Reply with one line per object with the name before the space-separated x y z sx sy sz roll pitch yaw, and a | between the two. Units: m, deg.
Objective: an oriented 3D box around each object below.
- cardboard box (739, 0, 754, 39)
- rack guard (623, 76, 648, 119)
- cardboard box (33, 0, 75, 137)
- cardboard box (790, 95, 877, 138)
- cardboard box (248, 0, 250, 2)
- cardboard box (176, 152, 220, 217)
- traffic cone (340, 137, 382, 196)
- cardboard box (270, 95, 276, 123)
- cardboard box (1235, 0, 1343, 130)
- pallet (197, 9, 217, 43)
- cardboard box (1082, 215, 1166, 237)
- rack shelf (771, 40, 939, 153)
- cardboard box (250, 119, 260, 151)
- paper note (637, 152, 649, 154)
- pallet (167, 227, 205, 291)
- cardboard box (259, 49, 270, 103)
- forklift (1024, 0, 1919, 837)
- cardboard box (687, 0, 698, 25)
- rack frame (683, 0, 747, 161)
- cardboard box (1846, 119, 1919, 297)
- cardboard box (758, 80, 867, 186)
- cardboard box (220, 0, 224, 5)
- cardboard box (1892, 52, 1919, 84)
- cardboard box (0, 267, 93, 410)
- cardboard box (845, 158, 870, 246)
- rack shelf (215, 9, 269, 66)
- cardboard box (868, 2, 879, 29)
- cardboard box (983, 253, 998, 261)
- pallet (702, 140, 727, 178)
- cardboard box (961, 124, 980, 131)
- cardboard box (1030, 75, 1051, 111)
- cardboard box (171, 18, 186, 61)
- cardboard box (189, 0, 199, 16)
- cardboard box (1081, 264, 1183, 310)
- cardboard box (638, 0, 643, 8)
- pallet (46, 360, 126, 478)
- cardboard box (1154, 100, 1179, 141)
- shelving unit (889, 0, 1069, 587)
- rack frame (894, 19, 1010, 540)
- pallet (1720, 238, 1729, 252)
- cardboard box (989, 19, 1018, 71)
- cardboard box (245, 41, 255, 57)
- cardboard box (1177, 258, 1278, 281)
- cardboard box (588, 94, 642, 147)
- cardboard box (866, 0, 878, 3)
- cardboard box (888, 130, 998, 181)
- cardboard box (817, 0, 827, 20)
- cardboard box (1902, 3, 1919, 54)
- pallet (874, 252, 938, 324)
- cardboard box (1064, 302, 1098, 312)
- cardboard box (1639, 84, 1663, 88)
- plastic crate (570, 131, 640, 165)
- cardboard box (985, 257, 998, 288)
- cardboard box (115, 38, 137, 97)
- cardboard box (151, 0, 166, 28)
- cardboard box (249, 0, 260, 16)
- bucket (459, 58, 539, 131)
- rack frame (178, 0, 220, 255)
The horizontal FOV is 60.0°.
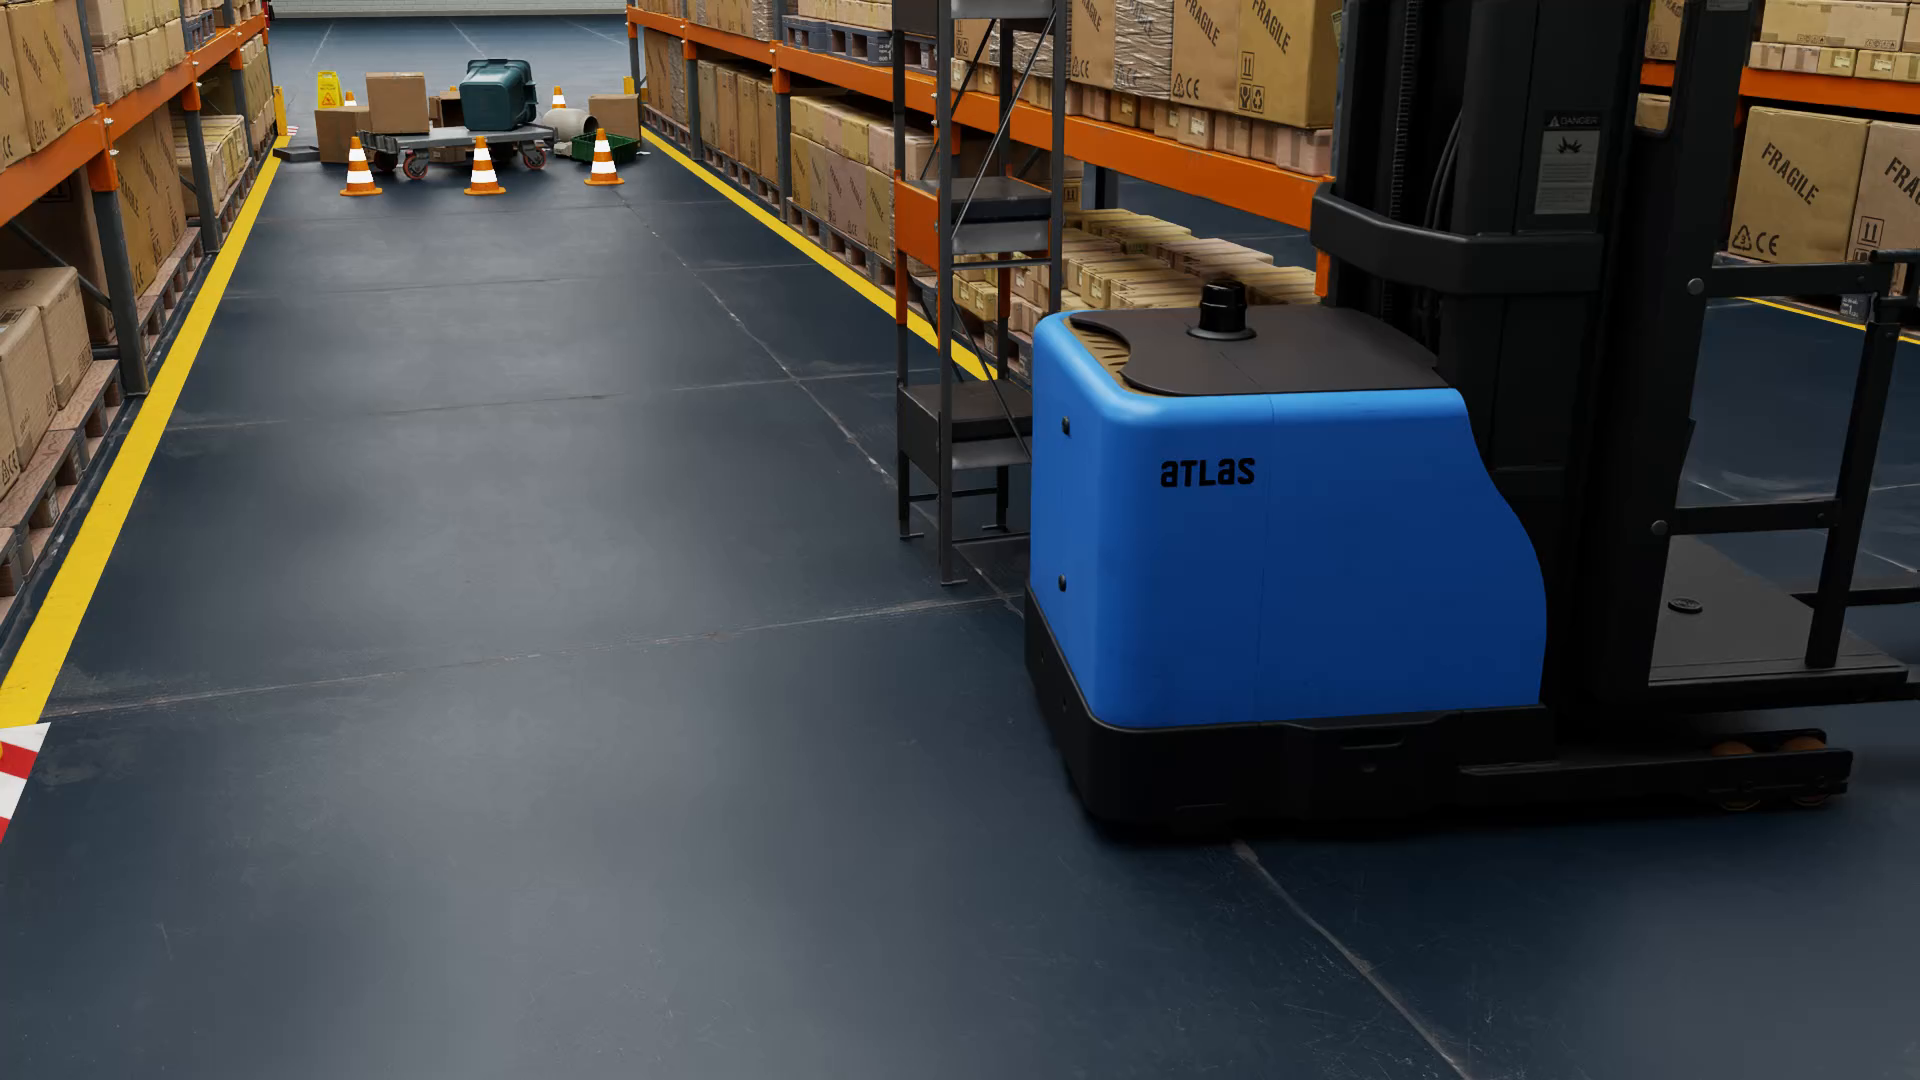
cardboard box | -1.436 -4.211 13.056 0.500 0.500 0.500 -6 21 -17
rack guard | -3.406 -5.287 19.896 1.175 0.500 0.348 -6 21 -17
cardboard box | -3.739 -1.807 6.362 0.500 0.500 0.500 -7 21 -19
cardboard box | -0.897 -3.015 11.841 0.500 0.250 0.500 -7 21 -20
cardboard box | -7.186 -5.452 16.071 0.500 0.500 0.500 -6 21 -17
cardboard box | -5.720 -2.473 11.631 0.950 0.372 0.625 -8 21 -21
traffic cone | -5.090 -3.170 14.059 0.336 0.463 0.334 -6 21 -17
cardboard box | -7.549 -4.562 17.627 0.500 0.250 0.500 -6 21 -17
cardboard box | 1.245 -1.625 5.415 0.500 0.500 0.500 -6 21 -16
pallet | -6.213 -3.870 12.539 1.003 0.211 1.213 -6 21 -17
cardboard box | 0.850 -1.576 8.583 0.380 0.149 0.250 -6 21 -17
rack shelf | -0.256 -2.908 10.639 1.077 0.370 4.000 -6 21 -17
cardboard box | -6.738 -3.735 15.324 0.500 0.250 0.500 -7 21 -20
paper note | -3.213 -3.894 16.713 0.142 0.020 0.147 12 23 30
pallet | -5.375 -1.756 10.494 1.003 0.211 1.213 -6 21 -17
cardboard box | -7.400 -4.757 17.060 0.500 0.500 0.500 -6 21 -15
forklift | 1.741 -0.890 4.060 3.031 2.935 1.130 -3 20 -7
cardboard box | -2.232 -5.022 15.312 0.500 0.500 0.500 -6 21 -17
rack frame | -2.142 -5.172 15.878 1.000 3.000 0.127 -6 21 -17
cardboard box | 5.528 -1.788 8.978 0.875 0.875 0.875 -6 21 -17
cardboard box | -0.990 -3.232 13.184 1.050 0.750 0.750 -7 21 -18
cardboard box | -6.385 -4.557 13.917 0.380 0.149 0.250 -6 21 -16
cardboard box | 5.221 -2.516 8.854 0.380 0.149 0.250 -7 21 -18
cardboard box | -4.199 -0.825 6.945 0.875 0.438 0.875 -7 21 -18
cardboard box | -0.417 -2.166 10.587 0.500 0.500 0.500 -7 21 -18
rack shelf | -7.438 -4.917 16.232 1.077 0.370 4.000 -6 21 -17
cardboard box | -0.352 -3.208 10.161 0.380 0.149 0.250 -5 20 -15
cardboard box | 0.315 -1.513 8.408 0.380 0.149 0.250 -5 20 -15
pallet | -1.827 -3.620 15.682 1.003 0.211 1.213 -6 21 -17
cardboard box | 0.222 -2.415 10.169 0.500 0.250 0.500 -6 21 -16
cardboard box | 0.534 -2.030 7.502 0.380 0.149 0.250 -6 21 -16
cardboard box | -5.146 -3.125 10.400 0.500 0.250 0.500 -7 21 -19
cardboard box | -5.643 -3.811 11.839 0.380 0.149 0.250 -6 21 -17
cardboard box | 0.751 -1.104 7.268 0.380 0.149 0.250 -6 21 -17
cardboard box | -3.239 -6.412 19.108 0.875 0.550 0.550 -6 21 -17
pallet | -4.130 -0.482 6.945 1.003 0.211 1.213 -6 21 -17
cardboard box | 0.967 -1.607 6.325 0.380 0.149 0.250 -7 21 -20
shelving unit | 0.052 -0.935 5.414 0.431 2.100 0.503 -6 21 -17
rack frame | -0.025 -1.013 5.632 0.400 2.100 0.015 -6 21 -17
pallet | 4.799 -2.026 11.246 1.003 0.211 1.213 -6 21 -17
cardboard box | 0.452 -2.448 7.706 0.500 0.500 0.500 -6 21 -17
cardboard box | -6.971 -4.691 15.916 0.380 0.149 0.250 -5 20 -14
cardboard box | 1.186 -1.152 7.402 0.380 0.149 0.250 -6 21 -17
cardboard box | -3.604 -4.386 17.384 0.500 0.500 0.500 -3 20 -8
cardboard box | -0.357 -3.353 10.125 0.380 0.149 0.250 -6 21 -17
cardboard box | -0.101 -2.191 9.546 0.500 0.250 0.500 -7 21 -19
cardboard box | -0.766 -3.630 11.336 0.380 0.149 0.250 -5 20 -14
cardboard box | 5.332 -2.664 8.678 0.500 0.250 0.500 -6 21 -16
pallet | 0.127 -1.542 9.897 1.003 0.211 1.213 -6 21 -17
cardboard box | 0.677 -0.957 7.300 0.380 0.149 0.250 -6 21 -17
cardboard box | 4.611 -2.787 11.760 1.225 0.875 0.875 -7 21 -19
plastic crate | -3.440 -3.792 16.111 0.450 0.188 0.662 13 22 7
cardboard box | 0.348 -1.379 8.473 0.380 0.149 0.250 -6 21 -17
cardboard box | -4.346 -2.311 8.134 0.500 0.250 0.500 -7 21 -19
cardboard box | -4.813 -3.040 9.425 0.500 0.250 0.500 -7 21 -19
cardboard box | -7.391 -5.448 17.019 0.380 0.149 0.250 -6 21 -16
bucket | -4.373 -4.145 15.614 0.726 0.611 0.620 1 30 2
rack frame | -5.552 -3.330 10.750 1.000 3.000 0.127 -6 21 -17
